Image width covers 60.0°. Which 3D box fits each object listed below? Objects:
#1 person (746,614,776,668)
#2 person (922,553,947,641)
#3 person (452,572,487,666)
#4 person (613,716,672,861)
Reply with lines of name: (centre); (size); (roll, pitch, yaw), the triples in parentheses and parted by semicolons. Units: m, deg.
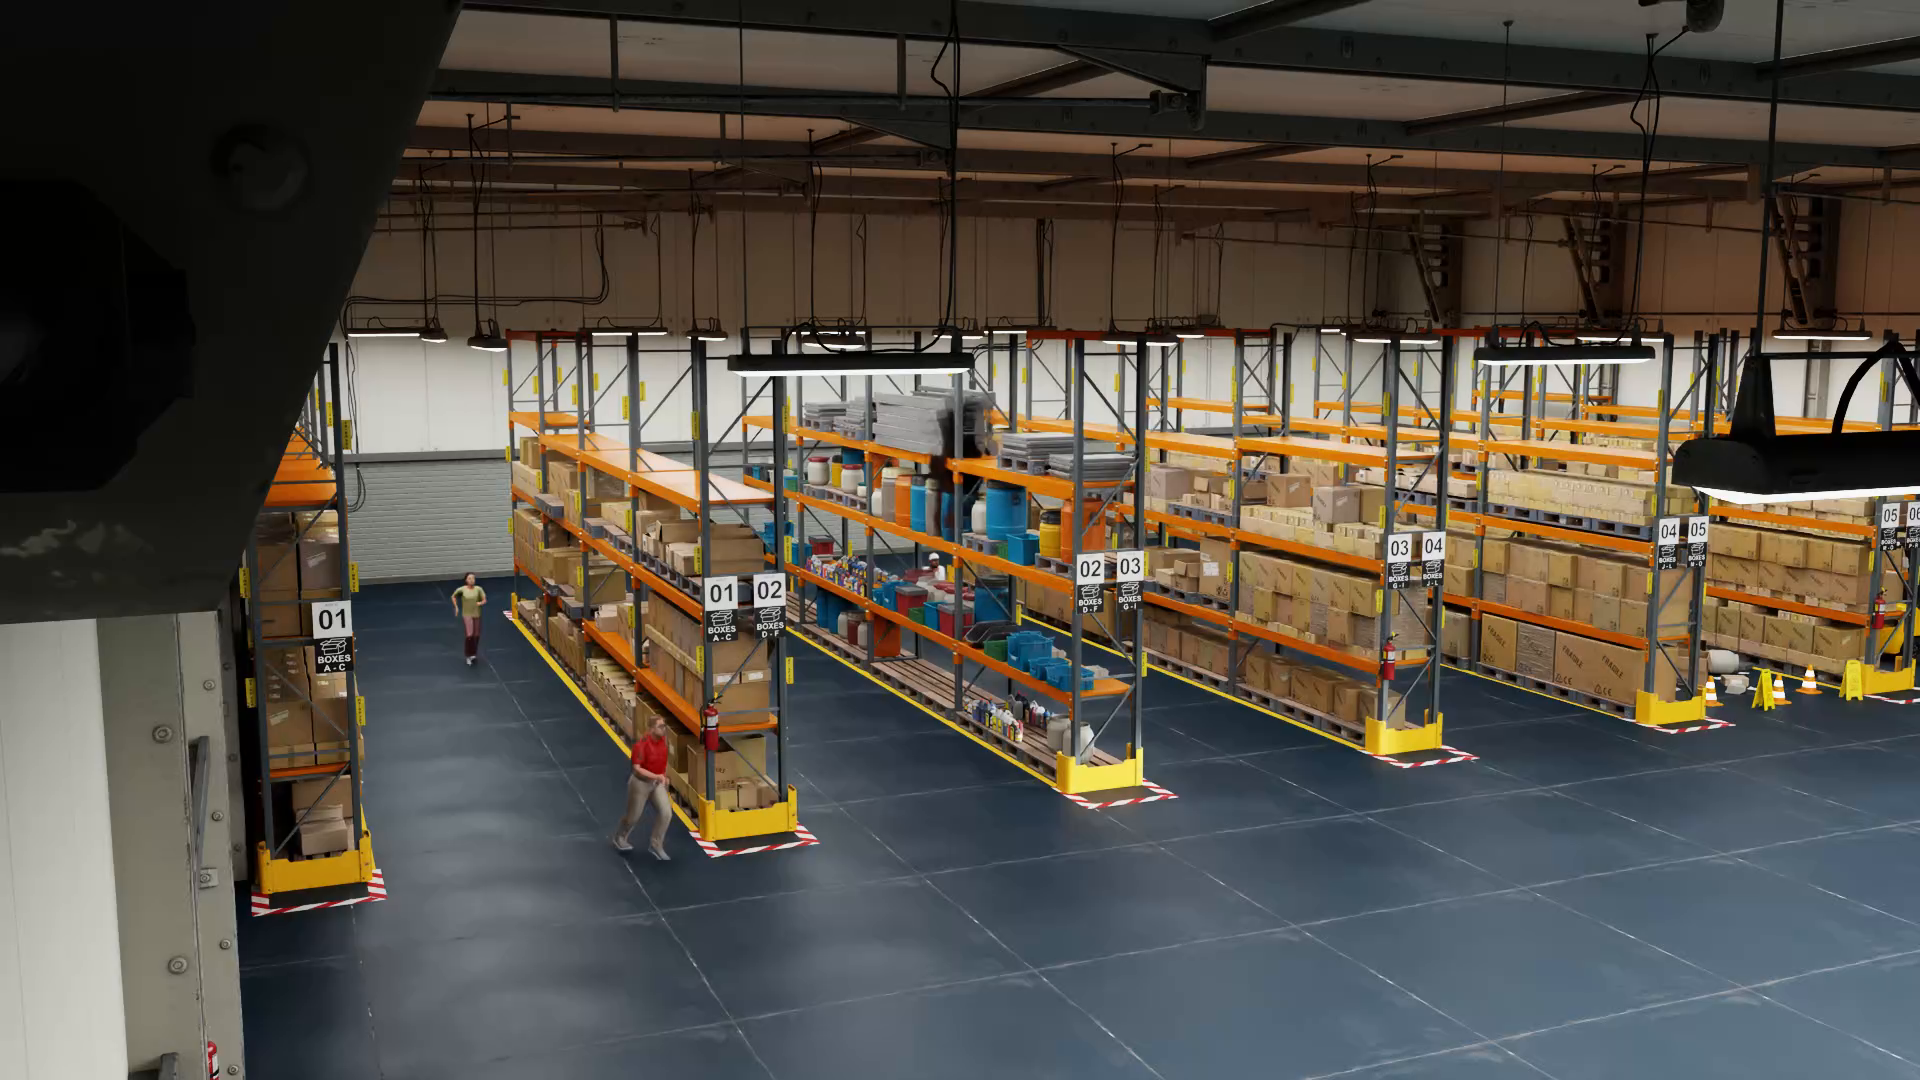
person: (-3.498, 1.418, 29.987); (0.714, 1.712, 0.709); (-5, 9, -34)
person: (-0.499, 1.100, 32.231); (0.674, 1.724, 0.635); (-4, 9, -27)
person: (-8.853, 1.414, 30.121); (0.562, 1.688, 0.688); (-4, 9, -30)
person: (-3.663, 2.890, 19.444); (0.896, 1.746, 0.645); (6, 10, 38)
